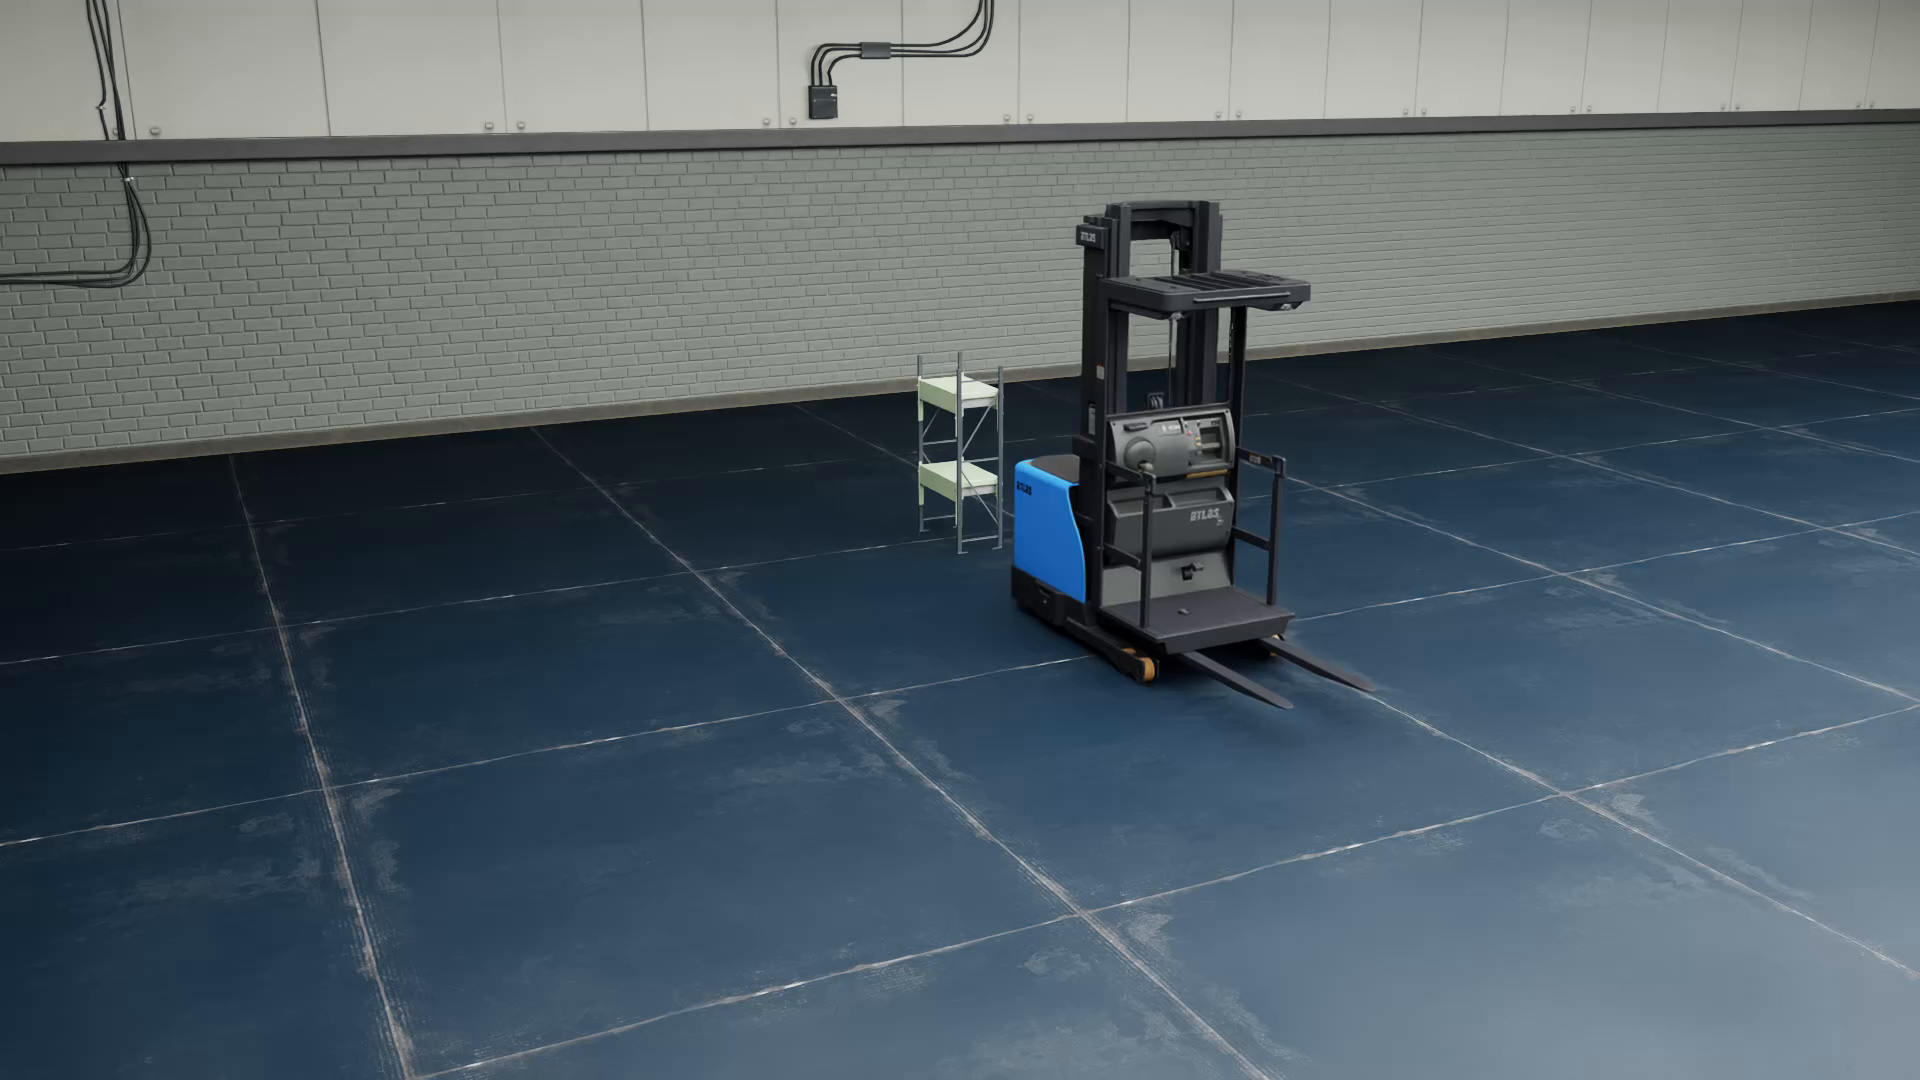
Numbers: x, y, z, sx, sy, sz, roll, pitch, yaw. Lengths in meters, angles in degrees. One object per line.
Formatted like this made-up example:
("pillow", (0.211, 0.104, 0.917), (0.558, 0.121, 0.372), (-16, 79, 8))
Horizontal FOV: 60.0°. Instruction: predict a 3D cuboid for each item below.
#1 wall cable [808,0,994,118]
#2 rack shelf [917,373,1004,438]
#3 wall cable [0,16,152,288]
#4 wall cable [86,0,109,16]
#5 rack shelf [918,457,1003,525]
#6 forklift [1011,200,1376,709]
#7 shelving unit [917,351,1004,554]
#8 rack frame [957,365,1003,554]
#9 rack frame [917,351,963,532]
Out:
("wall cable", (-0.622, -7.728, 18.199), (2.305, 6.003, 0.169), (-8, 18, -25))
("rack shelf", (-0.003, -1.098, 13.442), (0.431, 0.370, 0.720), (-8, 18, -25))
("wall cable", (-9.163, -3.457, 15.113), (3.097, 2.526, 0.112), (-8, 18, -25))
("wall cable", (-6.731, -6.212, 15.555), (3.097, 2.526, 0.112), (-8, 18, -25))
("rack shelf", (-0.003, -0.409, 13.639), (0.431, 0.370, 0.720), (-8, 18, -25))
("forklift", (1.488, -0.639, 10.663), (1.130, 2.935, 3.031), (-8, 18, -26))
("shelving unit", (-0.003, -0.723, 13.550), (0.431, 1.500, 0.755), (-8, 18, -25))
("rack frame", (0.157, -0.632, 13.233), (0.400, 1.500, 0.023), (-8, 18, -25))
("rack frame", (-0.163, -0.813, 13.866), (0.400, 1.500, 0.023), (-8, 18, -25))
